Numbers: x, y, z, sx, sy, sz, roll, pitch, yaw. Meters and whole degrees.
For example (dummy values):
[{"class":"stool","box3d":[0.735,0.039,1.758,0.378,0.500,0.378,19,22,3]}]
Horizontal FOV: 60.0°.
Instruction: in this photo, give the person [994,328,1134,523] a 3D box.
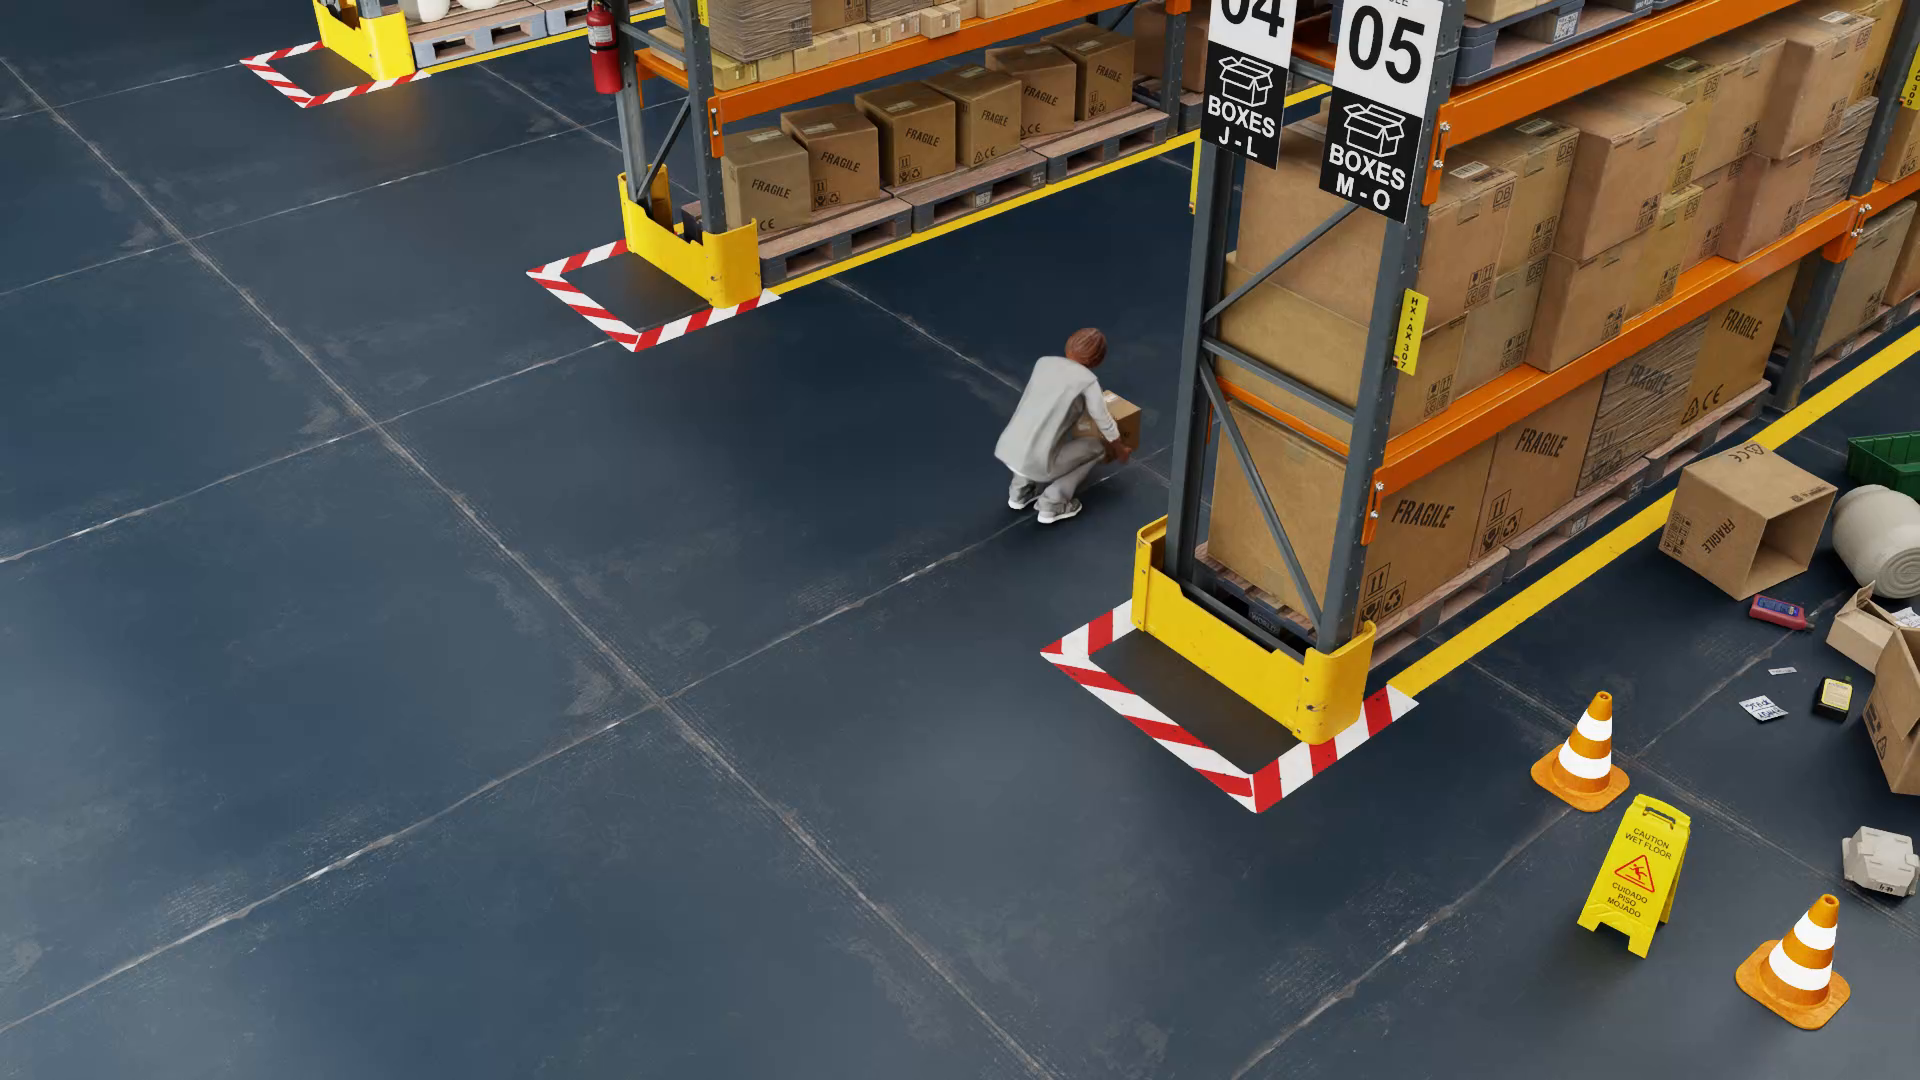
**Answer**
[{"class":"person","box3d":[0.512,-0.574,8.439,0.793,0.921,0.424,-27,44,-32]}]
